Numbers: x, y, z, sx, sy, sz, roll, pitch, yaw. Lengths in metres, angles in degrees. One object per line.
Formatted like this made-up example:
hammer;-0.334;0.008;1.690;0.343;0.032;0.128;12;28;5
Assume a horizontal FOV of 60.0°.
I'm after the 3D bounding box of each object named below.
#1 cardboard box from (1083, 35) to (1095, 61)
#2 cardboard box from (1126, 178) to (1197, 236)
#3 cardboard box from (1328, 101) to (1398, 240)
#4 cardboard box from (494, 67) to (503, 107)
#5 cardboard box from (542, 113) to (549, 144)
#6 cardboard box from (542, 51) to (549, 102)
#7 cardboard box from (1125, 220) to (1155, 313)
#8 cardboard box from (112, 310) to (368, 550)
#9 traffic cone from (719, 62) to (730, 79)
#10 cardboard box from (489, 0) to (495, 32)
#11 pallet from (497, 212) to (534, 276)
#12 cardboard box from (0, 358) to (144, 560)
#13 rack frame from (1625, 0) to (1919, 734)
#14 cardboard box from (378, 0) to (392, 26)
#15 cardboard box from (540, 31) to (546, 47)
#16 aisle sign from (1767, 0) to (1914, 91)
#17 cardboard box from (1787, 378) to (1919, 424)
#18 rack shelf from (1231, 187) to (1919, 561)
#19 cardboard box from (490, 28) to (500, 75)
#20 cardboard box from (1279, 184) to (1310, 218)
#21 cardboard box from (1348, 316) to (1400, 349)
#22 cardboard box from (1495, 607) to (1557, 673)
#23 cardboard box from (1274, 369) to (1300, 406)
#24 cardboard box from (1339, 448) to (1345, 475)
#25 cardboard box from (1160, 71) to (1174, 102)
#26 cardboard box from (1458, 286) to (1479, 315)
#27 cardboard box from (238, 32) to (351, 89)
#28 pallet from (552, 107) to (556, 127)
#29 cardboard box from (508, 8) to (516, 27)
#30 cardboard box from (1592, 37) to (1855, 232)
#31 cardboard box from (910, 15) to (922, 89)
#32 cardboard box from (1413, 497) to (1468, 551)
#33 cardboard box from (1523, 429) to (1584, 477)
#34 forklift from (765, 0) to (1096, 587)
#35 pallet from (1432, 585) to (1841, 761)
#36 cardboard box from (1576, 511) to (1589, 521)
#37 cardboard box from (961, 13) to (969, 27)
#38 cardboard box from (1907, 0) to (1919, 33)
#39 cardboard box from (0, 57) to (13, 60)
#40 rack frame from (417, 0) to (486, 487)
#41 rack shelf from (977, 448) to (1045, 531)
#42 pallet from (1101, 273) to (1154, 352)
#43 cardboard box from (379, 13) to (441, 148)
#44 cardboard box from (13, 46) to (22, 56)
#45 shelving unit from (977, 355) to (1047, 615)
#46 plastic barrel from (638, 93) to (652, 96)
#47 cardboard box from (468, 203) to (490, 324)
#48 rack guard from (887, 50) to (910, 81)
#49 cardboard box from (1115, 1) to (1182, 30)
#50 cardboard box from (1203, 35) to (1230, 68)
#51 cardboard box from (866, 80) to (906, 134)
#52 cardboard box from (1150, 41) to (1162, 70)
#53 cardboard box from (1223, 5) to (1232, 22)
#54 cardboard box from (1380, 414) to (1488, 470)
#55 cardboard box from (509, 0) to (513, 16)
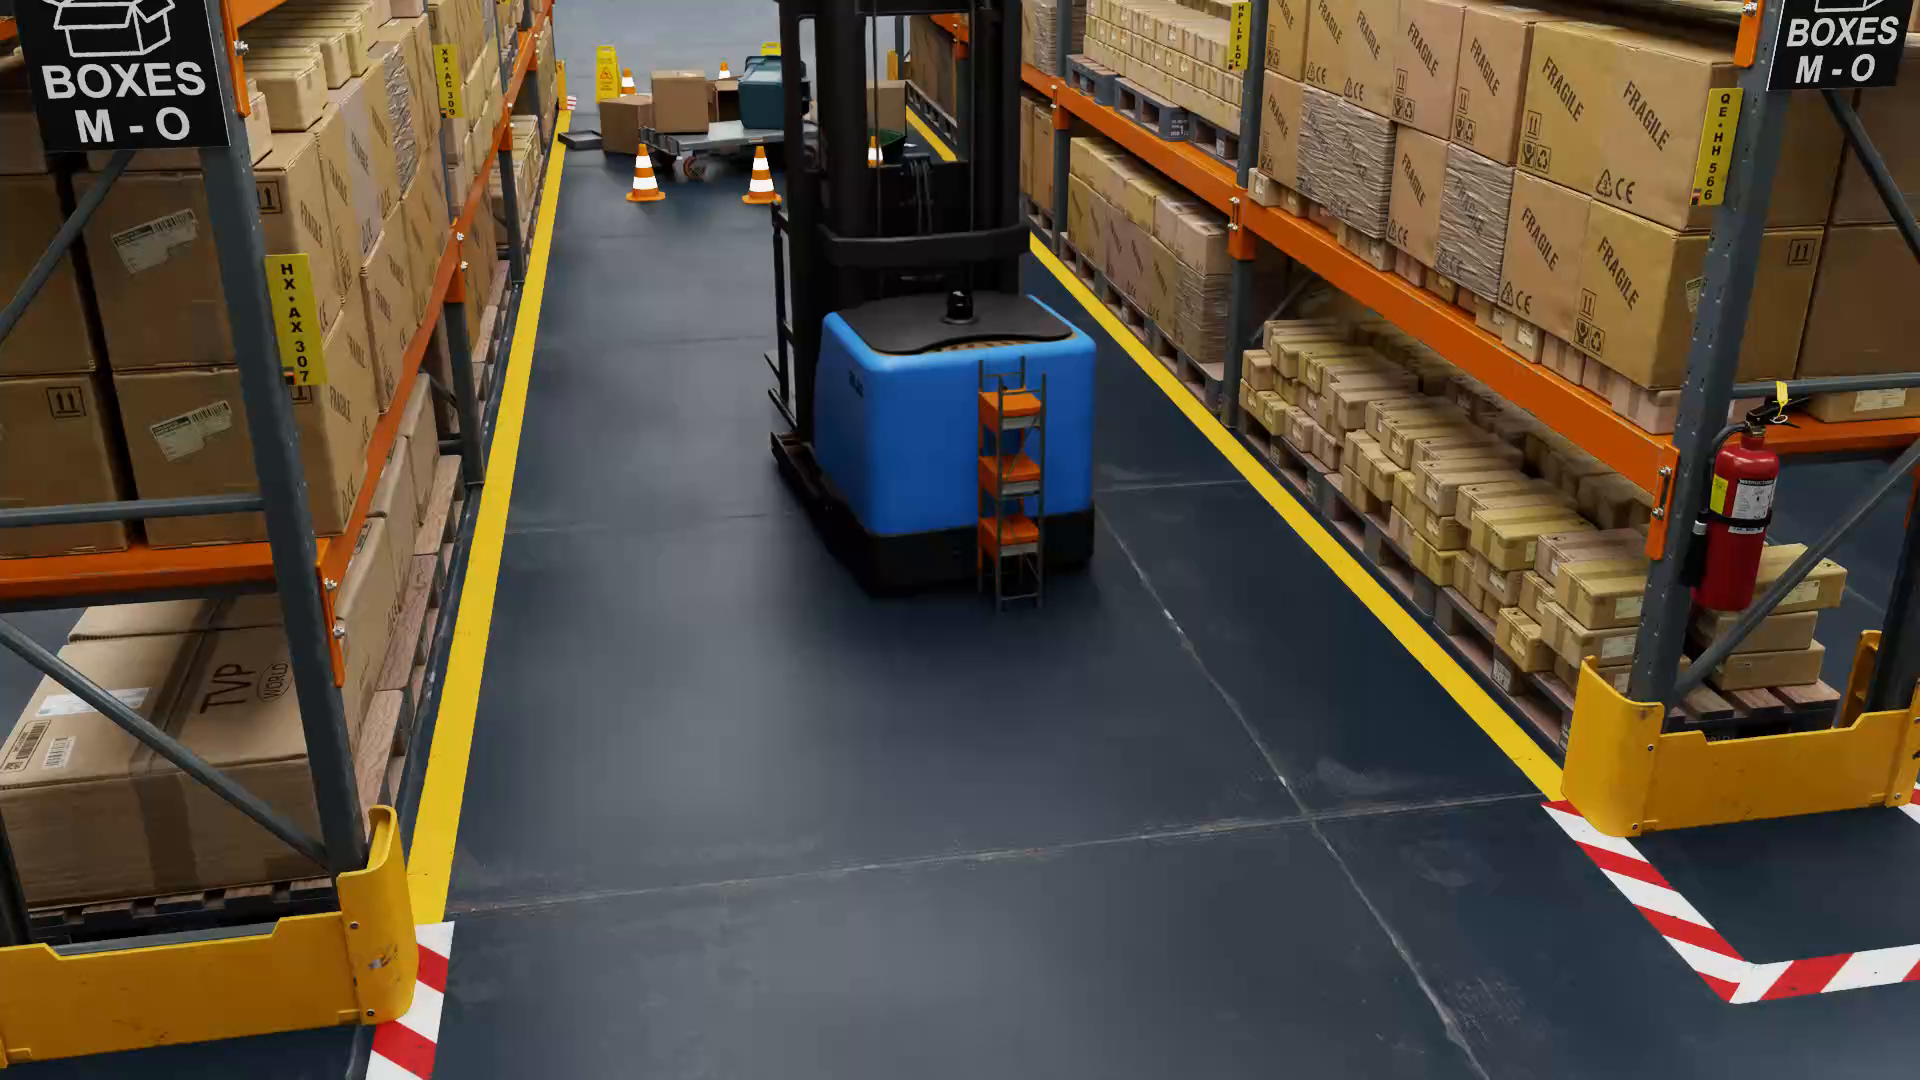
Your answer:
cardboard box;1.092;-3.500;11.805;0.380;0.149;0.250;-5;24;-10
cardboard box;1.368;-2.115;10.507;0.500;0.250;0.500;-5;24;-12
cardboard box;1.948;-1.614;7.202;0.500;0.500;0.500;-5;24;-11
cardboard box;-3.289;-2.959;10.965;0.500;0.250;0.500;-5;24;-12
cardboard box;-4.221;-3.965;15.992;0.500;0.250;0.500;-5;24;-12
cardboard box;-4.332;-4.519;16.322;0.500;0.500;0.500;-3;24;-8
cardboard box;1.378;-1.764;10.639;0.500;0.500;0.500;-5;24;-11
cardboard box;-1.965;-0.317;4.603;0.500;0.500;0.500;-4;24;-10
traffic cone;-2.742;-5.334;19.385;0.336;0.463;0.334;-4;24;-10
cardboard box;-3.285;-3.528;10.705;0.500;0.500;0.500;-5;24;-11
pallet;-3.781;-2.237;12.609;1.003;0.211;1.213;-4;24;-10
cardboard box;-2.508;-0.277;4.511;0.500;0.500;0.500;-4;24;-9
rack frame;2.687;-0.467;5.072;1.000;3.000;0.127;-4;24;-10
cardboard box;-2.587;-2.226;6.915;0.380;0.149;0.250;-4;24;-8
cardboard box;-4.335;-4.968;16.540;0.380;0.149;0.250;-3;24;-7
aisle sign;2.406;-1.607;4.435;0.394;0.787;0.004;-4;24;-10
cardboard box;2.950;-0.504;5.469;0.380;0.149;0.250;-4;24;-10
rack shelf;2.318;-0.924;7.017;1.077;0.370;4.000;-4;24;-10
cardboard box;-3.299;-3.196;10.883;0.500;0.250;0.500;-4;24;-10
cardboard box;1.799;-1.693;8.194;0.380;0.149;0.250;-4;24;-8
cardboard box;2.269;-1.078;8.765;0.380;0.149;0.250;-4;24;-8
cardboard box;2.238;0.362;6.211;0.380;0.149;0.250;-4;24;-8
cardboard box;1.835;-0.804;8.508;0.380;0.149;0.250;-4;24;-9
cardboard box;2.026;-0.361;7.867;0.380;0.149;0.250;-5;24;-12
cardboard box;1.436;-2.771;10.137;0.380;0.149;0.250;-3;24;-7
cardboard box;2.198;-0.972;6.543;0.380;0.149;0.250;-5;24;-12
cardboard box;-2.178;-1.534;5.329;0.380;0.149;0.250;-4;24;-9
pallet;-4.988;-4.724;18.303;1.003;0.211;1.213;-4;24;-10
cardboard box;-3.837;-4.274;13.577;0.380;0.149;0.250;-4;24;-10
cardboard box;2.358;-1.269;5.162;0.500;0.500;0.500;-5;24;-11
cardboard box;-0.081;-5.717;19.223;0.875;0.875;0.875;-4;24;-9
cardboard box;2.103;-0.083;6.857;0.380;0.149;0.250;-4;24;-9
cardboard box;2.662;-0.373;7.150;0.380;0.149;0.250;-4;24;-9
forklift;-0.345;-1.704;7.990;1.130;2.935;3.031;-7;25;-16
pallet;2.558;0.459;6.436;1.003;0.211;1.213;-4;24;-10
cardboard box;2.632;-0.122;6.948;0.380;0.149;0.250;-5;24;-12
cardboard box;0.301;-5.006;15.340;0.500;0.500;0.500;-4;24;-9
cardboard box;6.469;-3.638;10.954;0.797;0.503;0.637;-4;24;-8
cardboard box;-9.224;-4.413;15.768;0.500;0.250;0.500;-3;24;-8
rack frame;-2.898;-1.634;7.744;1.000;3.000;0.127;-4;24;-10
rack shelf;0.212;-0.213;6.952;0.215;0.259;0.240;-7;25;-16
pallet;1.573;-1.549;11.034;1.003;0.211;1.213;-4;24;-10
cardboard box;-2.540;-1.973;7.146;0.500;0.500;0.500;-5;24;-10
cardboard box;-2.712;-1.486;5.221;0.380;0.149;0.250;-4;24;-8
shelving unit;0.212;-0.222;6.948;0.215;1.050;0.252;-7;25;-16
plastic barrel;-3.247;-4.473;17.463;0.512;0.421;0.421;13;27;27
cardboard box;-3.431;-1.797;10.248;0.875;0.875;0.875;-4;24;-9
rack guard;-0.276;-5.624;20.003;1.175;0.500;0.348;-4;24;-10
cardboard box;1.245;-3.461;10.973;0.380;0.149;0.250;-5;24;-12
cardboard box;1.585;-2.741;9.324;0.380;0.149;0.250;-5;24;-11
cardboard box;-0.827;-4.577;17.603;0.500;0.500;0.500;0;24;-1
cardboard box;1.393;-3.010;10.312;0.380;0.149;0.250;-3;24;-8
cardboard box;1.934;-3.403;10.839;0.380;0.149;0.250;-4;24;-10
cardboard box;2.072;-0.432;7.284;0.380;0.149;0.250;-4;24;-9
cardboard box;-3.787;-4.386;13.024;0.500;0.500;0.500;-5;24;-12
